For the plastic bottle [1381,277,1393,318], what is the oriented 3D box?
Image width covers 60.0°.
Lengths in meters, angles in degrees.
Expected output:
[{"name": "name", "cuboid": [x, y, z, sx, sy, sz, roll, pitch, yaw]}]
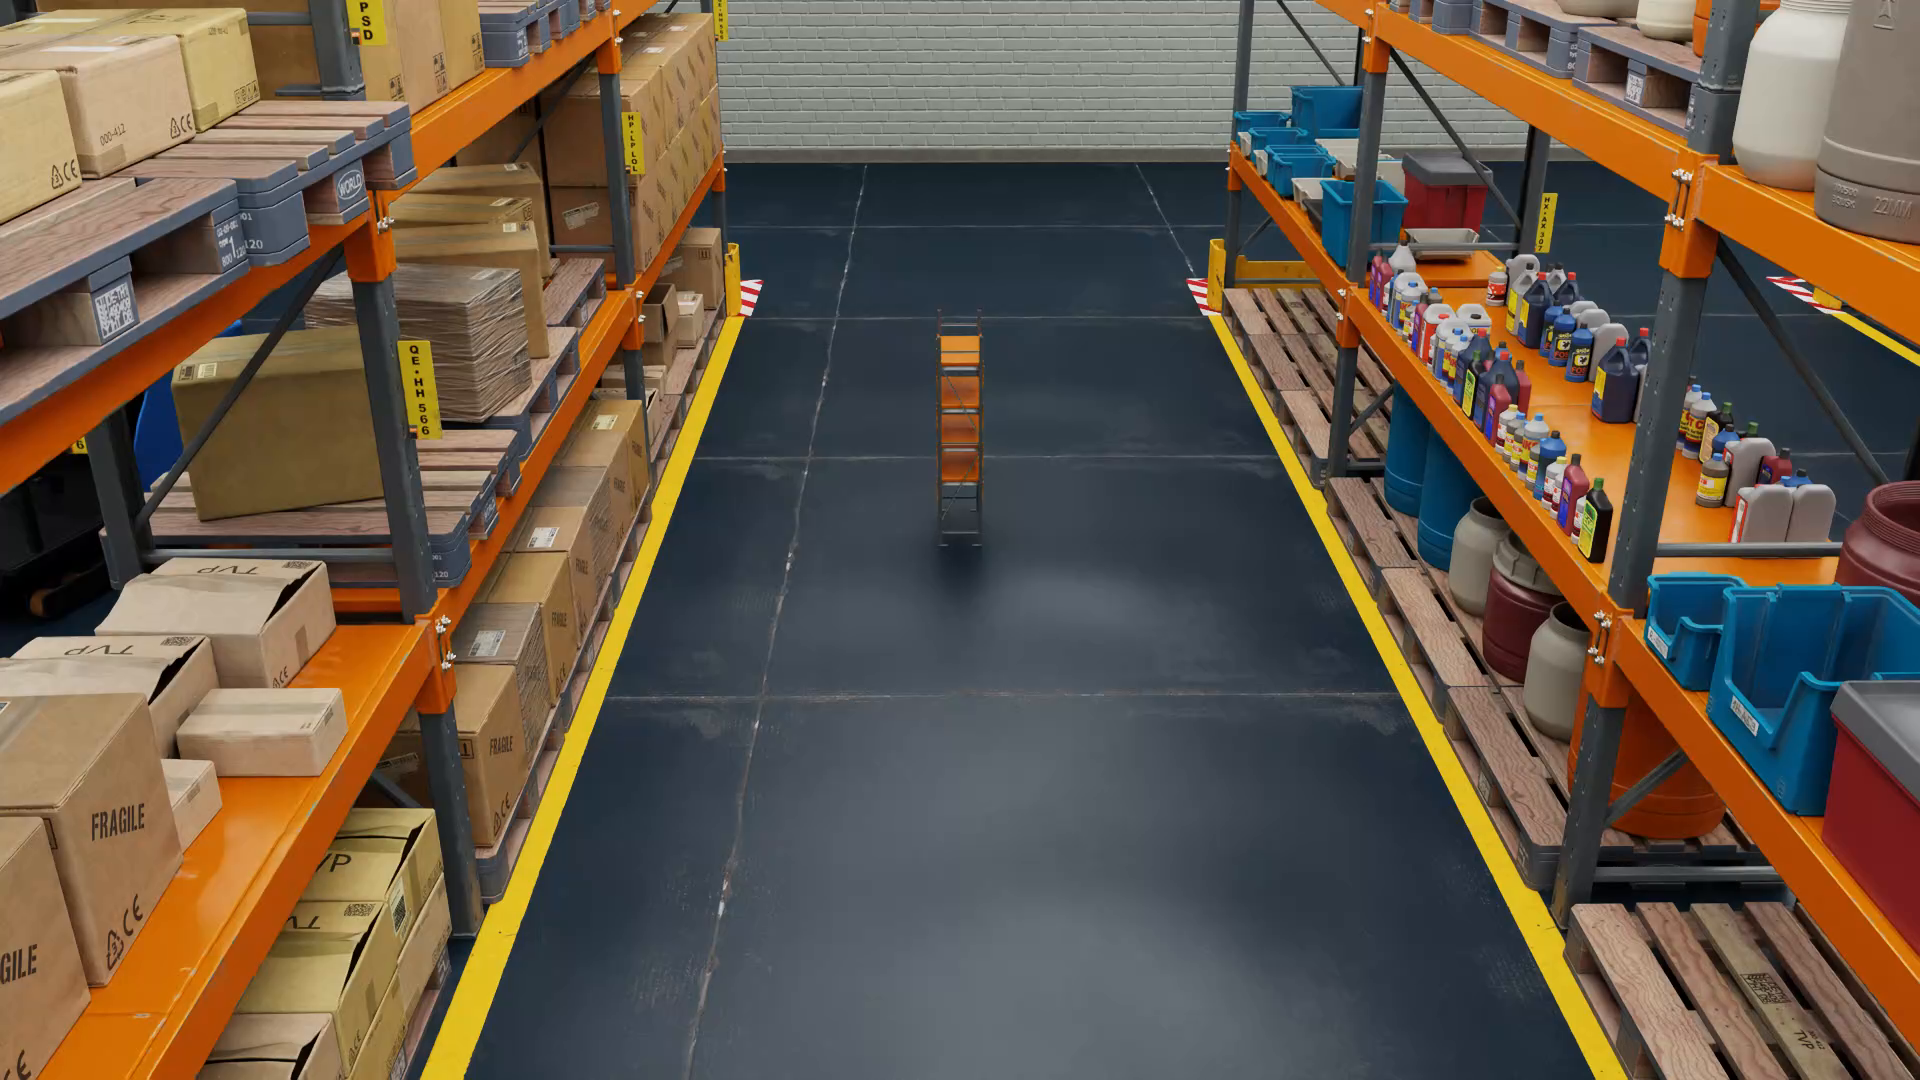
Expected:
[{"name": "plastic bottle", "cuboid": [2.250, -1.263, 8.643, 0.097, 0.201, 0.097, 0, 24, 0]}]

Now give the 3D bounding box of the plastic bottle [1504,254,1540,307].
[{"name": "plastic bottle", "cuboid": [2.979, -1.391, 8.837, 0.152, 0.276, 0.135, 0, 24, -1]}]

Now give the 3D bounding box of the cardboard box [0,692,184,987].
[{"name": "cardboard box", "cuboid": [-2.224, 0.706, 3.928, 0.500, 0.500, 0.500, -2, 24, -3]}]

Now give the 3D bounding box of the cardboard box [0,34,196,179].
[{"name": "cardboard box", "cuboid": [-2.173, -1.027, 3.913, 0.500, 0.250, 0.500, 0, 24, 1]}]

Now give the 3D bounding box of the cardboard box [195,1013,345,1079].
[{"name": "cardboard box", "cuboid": [-1.991, 1.503, 4.433, 0.500, 0.311, 0.500, 0, 24, -1]}]

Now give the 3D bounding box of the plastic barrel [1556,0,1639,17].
[{"name": "plastic barrel", "cuboid": [2.525, -2.310, 6.404, 0.433, 0.535, 0.433, 0, 24, 0]}]

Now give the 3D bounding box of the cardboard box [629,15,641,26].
[{"name": "cardboard box", "cuboid": [-2.604, -3.553, 12.132, 0.500, 0.500, 0.500, 0, 24, 1]}]

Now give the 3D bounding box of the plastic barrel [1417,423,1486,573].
[{"name": "plastic barrel", "cuboid": [2.648, -0.328, 8.372, 0.600, 0.901, 0.708, 0, 24, -1]}]

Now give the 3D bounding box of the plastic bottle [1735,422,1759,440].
[{"name": "plastic bottle", "cuboid": [3.052, -0.333, 6.488, 0.061, 0.283, 0.133, 0, 24, -1]}]

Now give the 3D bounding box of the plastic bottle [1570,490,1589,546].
[{"name": "plastic bottle", "cuboid": [2.281, -0.082, 6.033, 0.097, 0.201, 0.097, 0, 24, 0]}]

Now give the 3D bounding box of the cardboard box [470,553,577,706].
[{"name": "cardboard box", "cuboid": [-1.989, 0.387, 7.253, 0.500, 0.500, 0.500, -1, 24, -1]}]

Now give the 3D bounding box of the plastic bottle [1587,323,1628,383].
[{"name": "plastic bottle", "cuboid": [2.992, -0.882, 7.711, 0.152, 0.276, 0.135, 0, 24, -1]}]

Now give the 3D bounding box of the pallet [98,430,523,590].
[{"name": "pallet", "cuboid": [-2.336, -0.131, 6.133, 1.213, 0.211, 1.003, 0, 24, -1]}]

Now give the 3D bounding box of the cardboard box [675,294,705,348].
[{"name": "cardboard box", "cuboid": [-2.113, -1.569, 11.883, 0.500, 0.250, 0.500, 0, 24, -1]}]

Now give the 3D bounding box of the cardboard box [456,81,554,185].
[{"name": "cardboard box", "cuboid": [-2.566, -2.296, 9.353, 0.500, 0.500, 0.500, 0, 24, 0]}]

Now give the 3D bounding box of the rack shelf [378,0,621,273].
[{"name": "rack shelf", "cuboid": [-2.280, -1.803, 6.829, 1.077, 0.370, 4.000, 0, 24, -1]}]

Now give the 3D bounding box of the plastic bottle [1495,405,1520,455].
[{"name": "plastic bottle", "cuboid": [2.271, -0.458, 6.865, 0.097, 0.201, 0.097, 0, 24, 0]}]

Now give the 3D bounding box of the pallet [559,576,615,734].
[{"name": "pallet", "cuboid": [-2.239, 0.521, 7.841, 1.003, 0.211, 1.213, 0, 24, -1]}]

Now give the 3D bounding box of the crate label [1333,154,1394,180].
[{"name": "crate label", "cuboid": [2.814, -2.595, 11.595, 0.396, 0.136, 0.243, 0, 24, -1]}]

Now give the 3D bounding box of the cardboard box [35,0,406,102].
[{"name": "cardboard box", "cuboid": [-2.297, -1.532, 5.235, 0.910, 0.500, 0.500, 0, 24, -1]}]

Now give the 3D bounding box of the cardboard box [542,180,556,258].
[{"name": "cardboard box", "cuboid": [-2.564, -1.839, 9.554, 0.500, 0.500, 0.500, 0, 24, 0]}]

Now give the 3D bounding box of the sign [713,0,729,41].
[{"name": "sign", "cuboid": [-1.790, -3.902, 12.449, 0.100, 0.325, 0.005, 0, 24, -1]}]

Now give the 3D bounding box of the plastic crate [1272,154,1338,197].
[{"name": "plastic crate", "cuboid": [2.299, -2.439, 11.132, 0.416, 0.233, 0.300, 0, 24, -1]}]

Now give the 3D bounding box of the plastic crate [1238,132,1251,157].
[{"name": "plastic crate", "cuboid": [2.202, -2.929, 12.332, 0.250, 0.136, 0.298, 0, 24, -1]}]

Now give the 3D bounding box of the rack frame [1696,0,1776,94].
[{"name": "rack frame", "cuboid": [2.695, -2.694, 4.287, 1.000, 3.000, 0.127, 0, 24, -1]}]

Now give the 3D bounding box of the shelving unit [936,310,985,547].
[{"name": "shelving unit", "cuboid": [-0.002, -0.615, 9.154, 0.258, 1.200, 0.503, 0, 24, -1]}]

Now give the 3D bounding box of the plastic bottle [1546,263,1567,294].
[{"name": "plastic bottle", "cuboid": [2.988, -1.209, 8.343, 0.144, 0.351, 0.185, 0, 24, -1]}]

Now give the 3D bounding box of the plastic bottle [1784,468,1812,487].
[{"name": "plastic bottle", "cuboid": [3.039, -0.130, 6.053, 0.097, 0.271, 0.097, 0, 24, 0]}]

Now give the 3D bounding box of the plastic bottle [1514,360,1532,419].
[{"name": "plastic bottle", "cuboid": [2.393, -0.620, 7.122, 0.061, 0.283, 0.133, 0, 24, -1]}]

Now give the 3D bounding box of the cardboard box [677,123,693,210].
[{"name": "cardboard box", "cuboid": [-2.054, -2.472, 10.953, 0.500, 0.500, 0.500, -1, 24, -1]}]

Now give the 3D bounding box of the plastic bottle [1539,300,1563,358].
[{"name": "plastic bottle", "cuboid": [2.864, -1.023, 8.027, 0.097, 0.271, 0.097, 0, 24, 0]}]

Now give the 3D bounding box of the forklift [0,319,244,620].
[{"name": "forklift", "cuboid": [-4.979, -1.112, 8.152, 1.130, 2.935, 3.031, 7, 25, 15]}]

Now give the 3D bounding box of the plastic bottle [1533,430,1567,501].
[{"name": "plastic bottle", "cuboid": [2.276, -0.290, 6.407, 0.097, 0.271, 0.097, 0, 24, 0]}]

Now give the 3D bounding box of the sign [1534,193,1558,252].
[{"name": "sign", "cuboid": [3.201, -1.737, 9.114, 0.100, 0.325, 0.005, 0, 24, -1]}]

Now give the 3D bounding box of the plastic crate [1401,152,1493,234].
[{"name": "plastic crate", "cuboid": [2.892, -2.034, 9.958, 0.402, 0.464, 0.583, 0, 24, -1]}]

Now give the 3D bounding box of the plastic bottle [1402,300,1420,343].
[{"name": "plastic bottle", "cuboid": [2.254, -1.087, 8.255, 0.097, 0.201, 0.097, 0, 24, 0]}]

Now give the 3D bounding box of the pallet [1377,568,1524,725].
[{"name": "pallet", "cuboid": [2.634, 0.484, 7.924, 1.003, 0.211, 1.213, 0, 24, -1]}]

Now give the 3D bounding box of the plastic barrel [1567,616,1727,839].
[{"name": "plastic barrel", "cuboid": [2.672, 0.635, 6.329, 0.600, 0.830, 0.708, 0, 24, -1]}]

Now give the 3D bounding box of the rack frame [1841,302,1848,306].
[{"name": "rack frame", "cuboid": [7.560, -3.279, 12.861, 1.000, 3.000, 0.127, 0, 24, -1]}]

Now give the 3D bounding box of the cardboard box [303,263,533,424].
[{"name": "cardboard box", "cuboid": [-2.197, -0.813, 6.778, 0.700, 0.500, 0.500, 4, 25, 9]}]

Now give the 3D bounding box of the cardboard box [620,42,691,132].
[{"name": "cardboard box", "cuboid": [-2.043, -2.922, 10.736, 0.500, 0.500, 0.500, 0, 24, 1]}]

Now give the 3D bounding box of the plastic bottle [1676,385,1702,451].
[{"name": "plastic bottle", "cuboid": [3.029, -0.510, 6.895, 0.097, 0.271, 0.097, 0, 24, 0]}]

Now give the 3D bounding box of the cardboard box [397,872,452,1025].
[{"name": "cardboard box", "cuboid": [-2.009, 1.337, 5.480, 0.500, 0.250, 0.500, 0, 24, 1]}]

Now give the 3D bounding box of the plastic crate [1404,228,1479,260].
[{"name": "plastic crate", "cuboid": [2.789, -1.708, 9.635, 0.396, 0.136, 0.243, 0, 24, -1]}]

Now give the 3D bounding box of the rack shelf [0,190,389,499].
[{"name": "rack shelf", "cuboid": [-2.236, -0.155, 3.185, 1.077, 0.370, 4.000, 0, 24, -1]}]

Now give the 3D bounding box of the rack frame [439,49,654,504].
[{"name": "rack frame", "cuboid": [-2.302, -1.588, 9.121, 1.000, 3.000, 0.127, 0, 24, -1]}]

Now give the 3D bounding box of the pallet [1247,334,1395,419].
[{"name": "pallet", "cuboid": [2.588, -1.145, 11.526, 1.003, 0.211, 1.213, 0, 24, -1]}]

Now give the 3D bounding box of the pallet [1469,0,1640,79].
[{"name": "pallet", "cuboid": [2.773, -2.100, 6.842, 1.003, 0.211, 1.213, 0, 24, -1]}]

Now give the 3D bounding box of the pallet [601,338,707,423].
[{"name": "pallet", "cuboid": [-2.325, -1.104, 11.436, 1.003, 0.211, 1.213, 0, 24, -1]}]

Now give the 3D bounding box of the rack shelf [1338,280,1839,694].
[{"name": "rack shelf", "cuboid": [2.673, -0.457, 7.493, 1.077, 0.370, 4.000, 0, 24, -1]}]

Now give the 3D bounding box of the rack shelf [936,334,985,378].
[{"name": "rack shelf", "cuboid": [-0.002, -0.973, 8.992, 0.258, 0.148, 0.480, 0, 24, -1]}]

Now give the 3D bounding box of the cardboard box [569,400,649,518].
[{"name": "cardboard box", "cuboid": [-2.010, -0.448, 9.099, 0.500, 0.500, 0.500, 0, 24, -1]}]

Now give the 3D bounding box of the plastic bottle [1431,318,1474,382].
[{"name": "plastic bottle", "cuboid": [2.288, -0.883, 7.712, 0.152, 0.276, 0.135, 0, 24, -1]}]

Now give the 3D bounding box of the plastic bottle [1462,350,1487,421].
[{"name": "plastic bottle", "cuboid": [2.248, -0.674, 7.243, 0.061, 0.283, 0.133, 0, 24, -1]}]

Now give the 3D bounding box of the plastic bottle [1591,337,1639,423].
[{"name": "plastic bottle", "cuboid": [2.850, -0.699, 7.215, 0.144, 0.351, 0.185, 0, 24, -1]}]

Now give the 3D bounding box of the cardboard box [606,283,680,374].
[{"name": "cardboard box", "cuboid": [-2.328, -1.425, 11.257, 0.797, 0.503, 0.637, 0, 24, -1]}]

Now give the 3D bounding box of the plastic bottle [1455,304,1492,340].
[{"name": "plastic bottle", "cuboid": [2.437, -0.979, 7.925, 0.152, 0.276, 0.135, 0, 24, -1]}]
